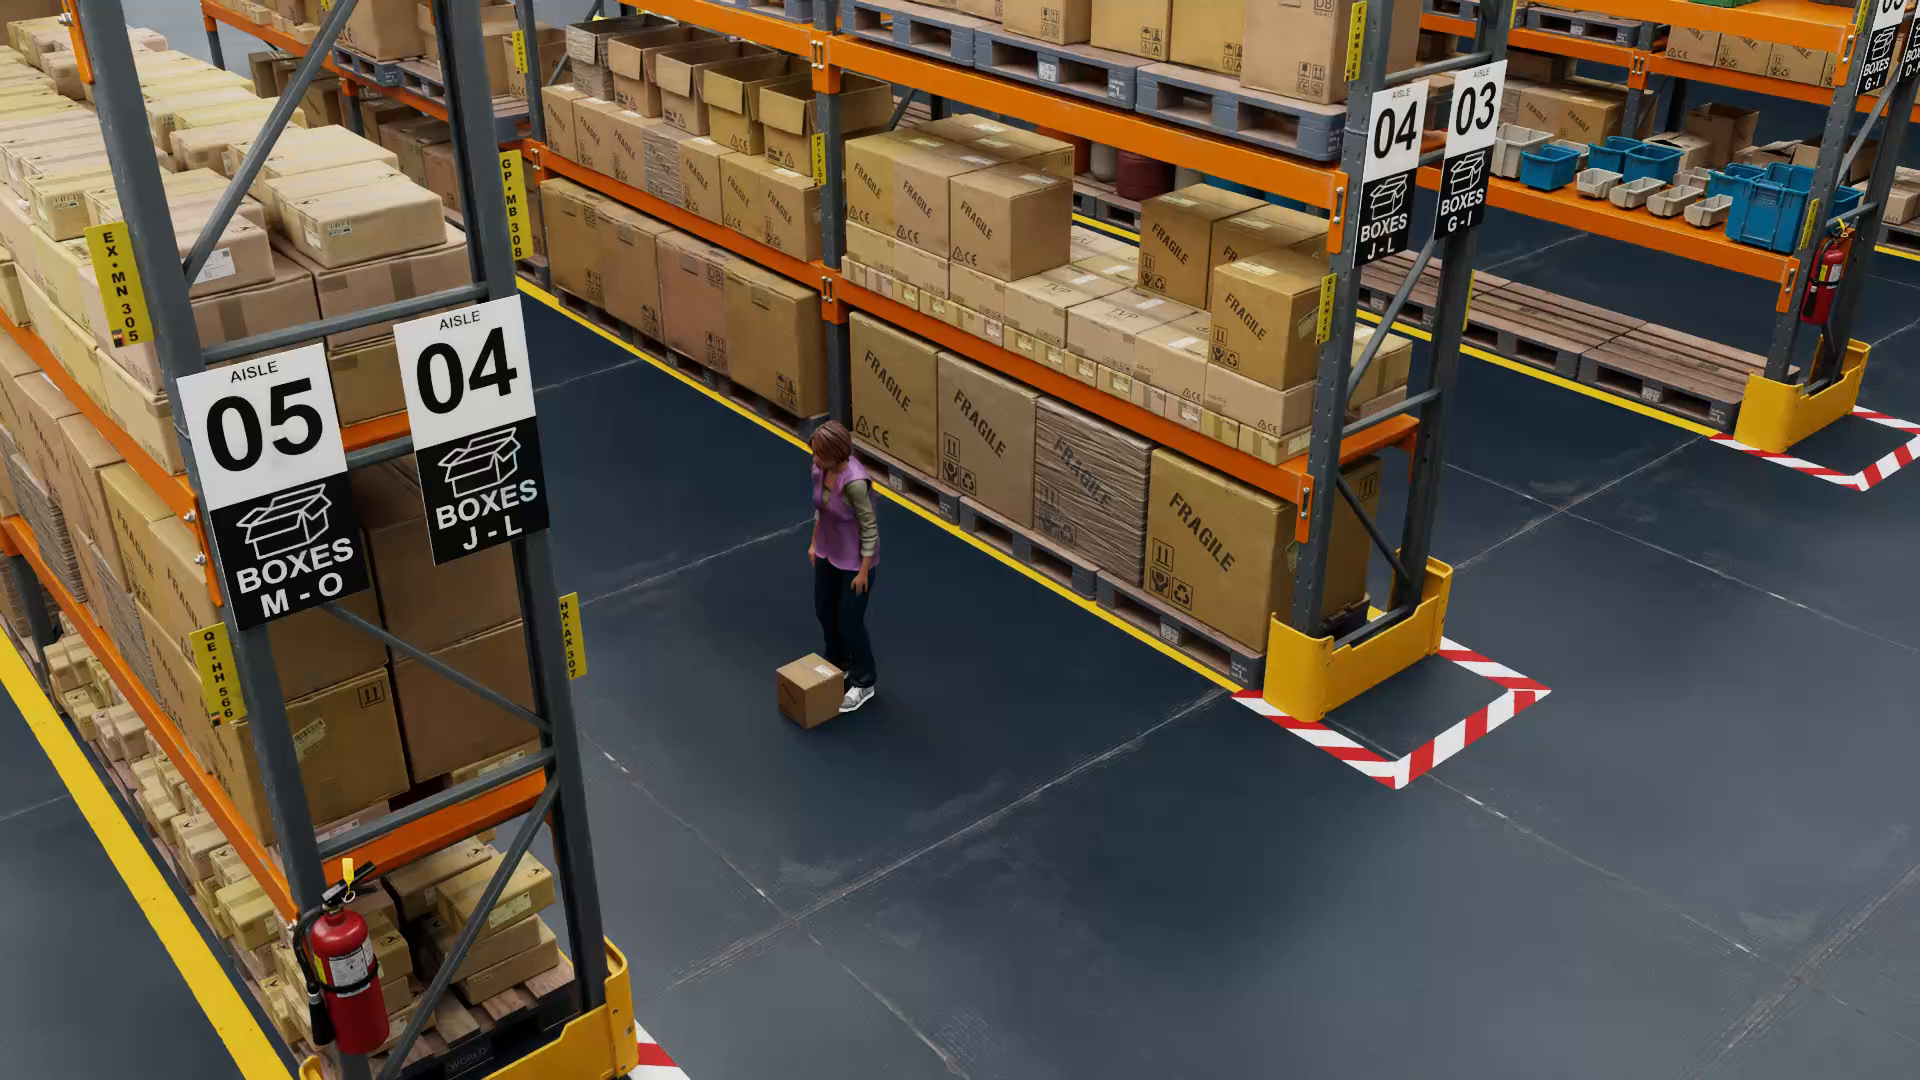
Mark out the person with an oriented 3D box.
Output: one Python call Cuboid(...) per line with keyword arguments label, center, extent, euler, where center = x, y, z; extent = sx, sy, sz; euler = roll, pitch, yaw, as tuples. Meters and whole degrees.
Cuboid(label="person", center=(-0.594, 0.109, 8.435), extent=(0.343, 1.593, 0.463), euler=(-24, 37, -37))
